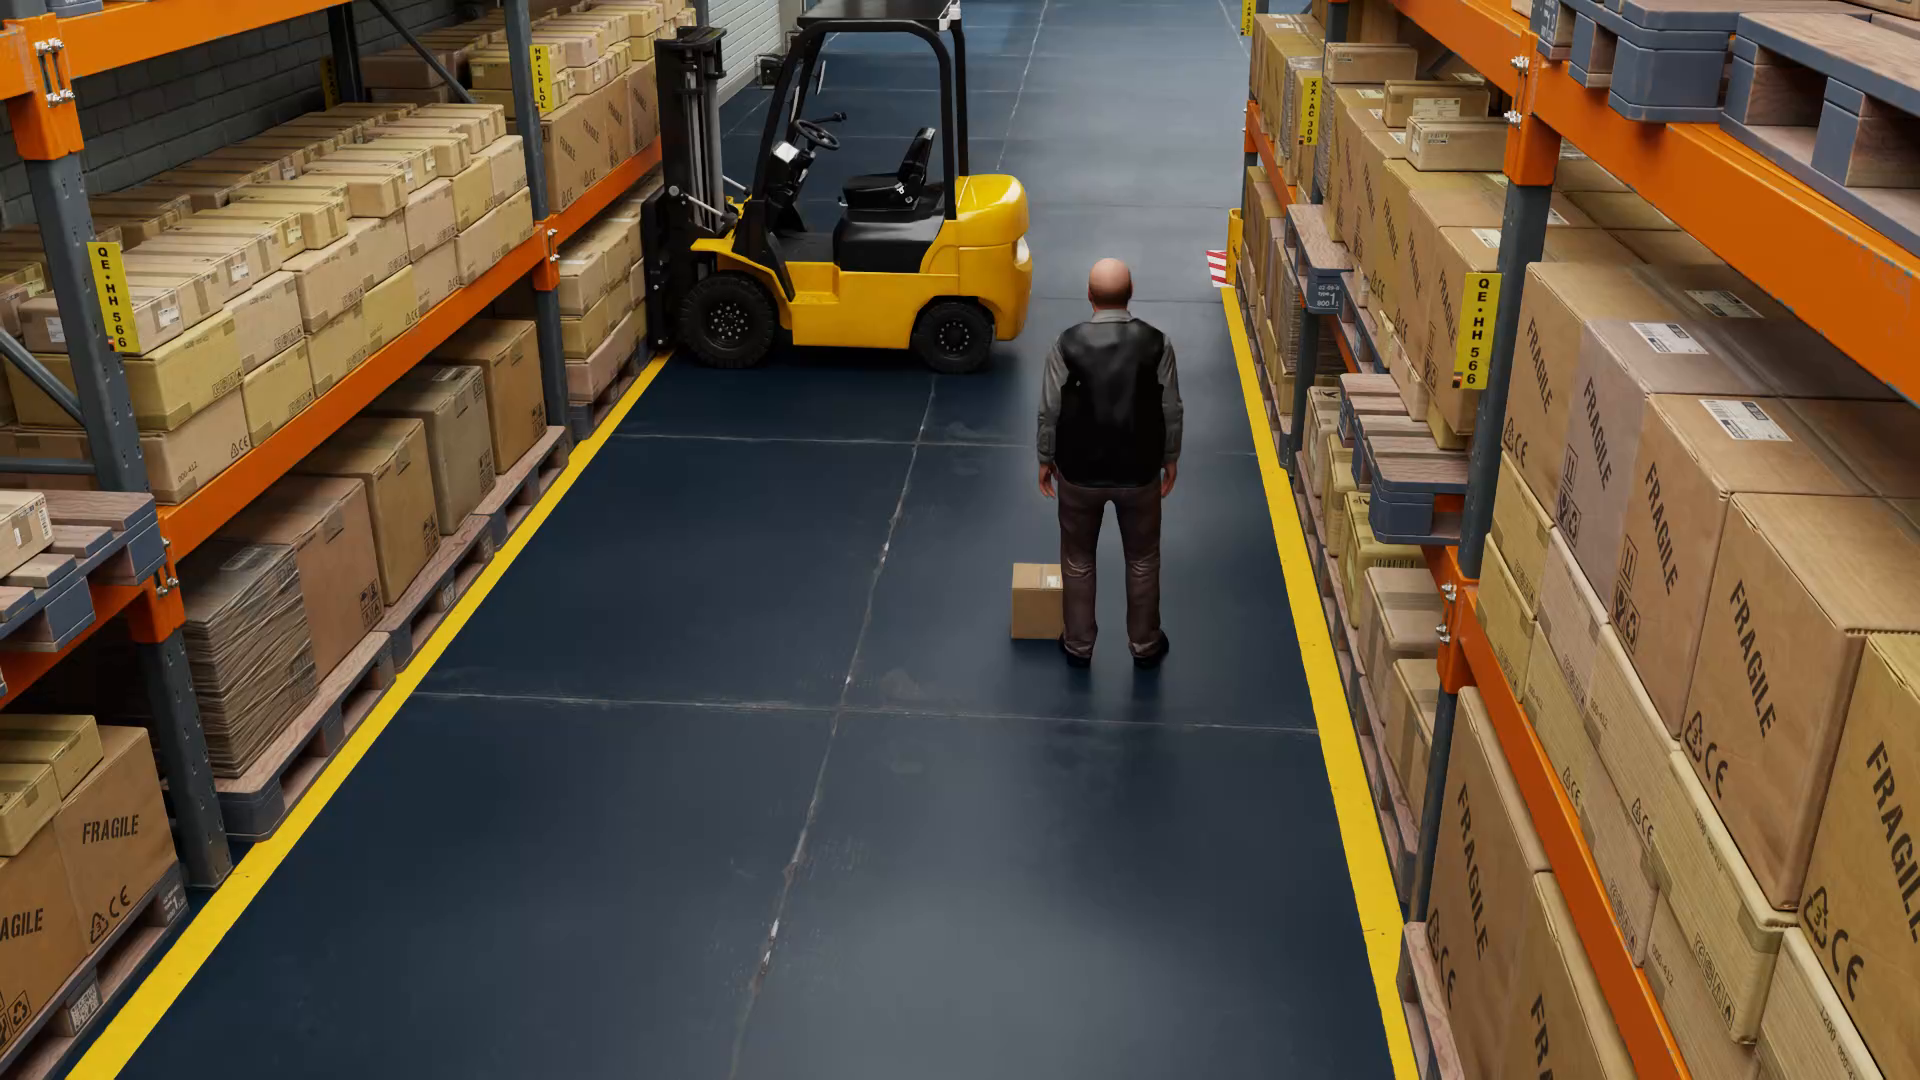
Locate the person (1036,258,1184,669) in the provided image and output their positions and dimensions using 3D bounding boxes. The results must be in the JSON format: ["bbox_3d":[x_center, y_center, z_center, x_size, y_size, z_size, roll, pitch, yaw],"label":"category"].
[{"bbox_3d":[0.604,-0.278,6.746,0.594,1.722,0.412,1,24,1],"label":"person"}]
